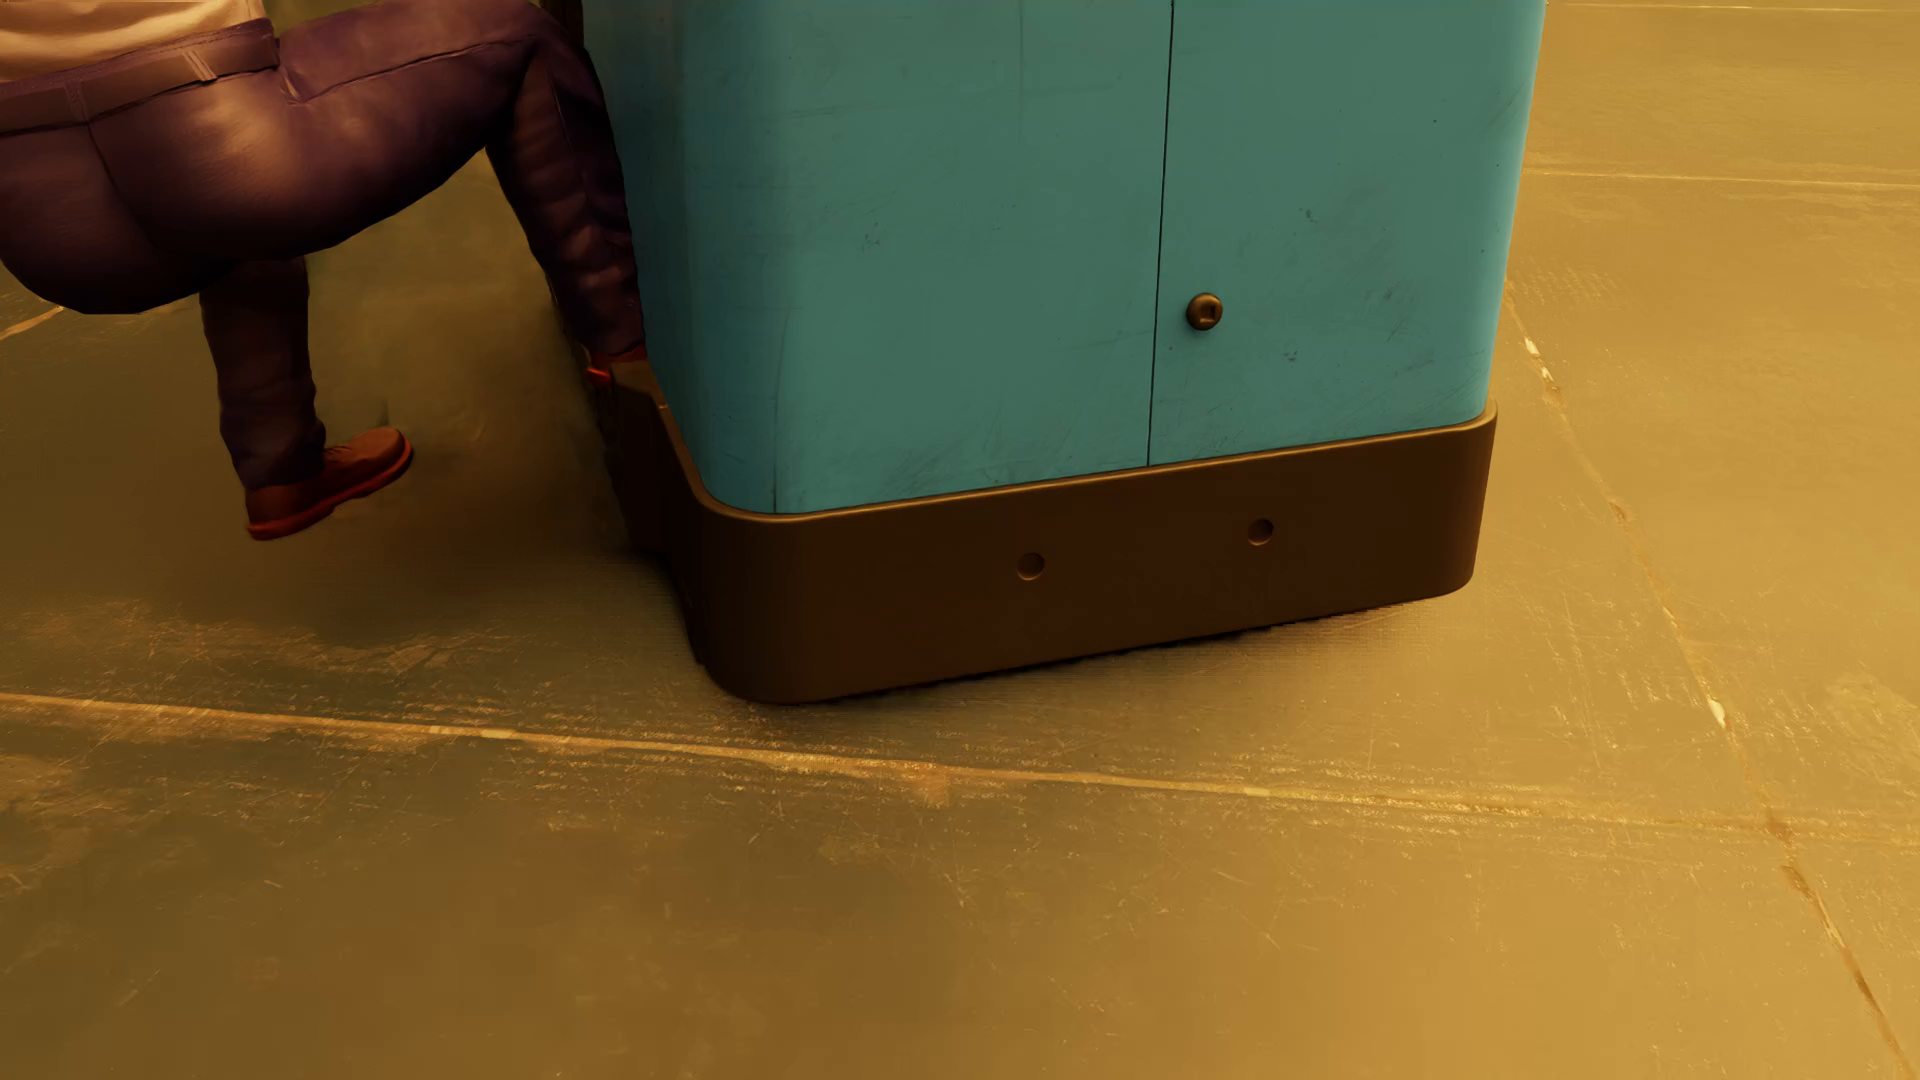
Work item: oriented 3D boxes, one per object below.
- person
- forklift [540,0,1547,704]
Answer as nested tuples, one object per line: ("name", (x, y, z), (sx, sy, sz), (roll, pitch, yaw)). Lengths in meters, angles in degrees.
("person", (-1.042, -0.619, 2.146), (1.498, 1.273, 0.673), (-2, 27, -4))
("forklift", (-0.238, -1.757, 2.739), (1.130, 2.935, 3.031), (-8, 28, -16))
